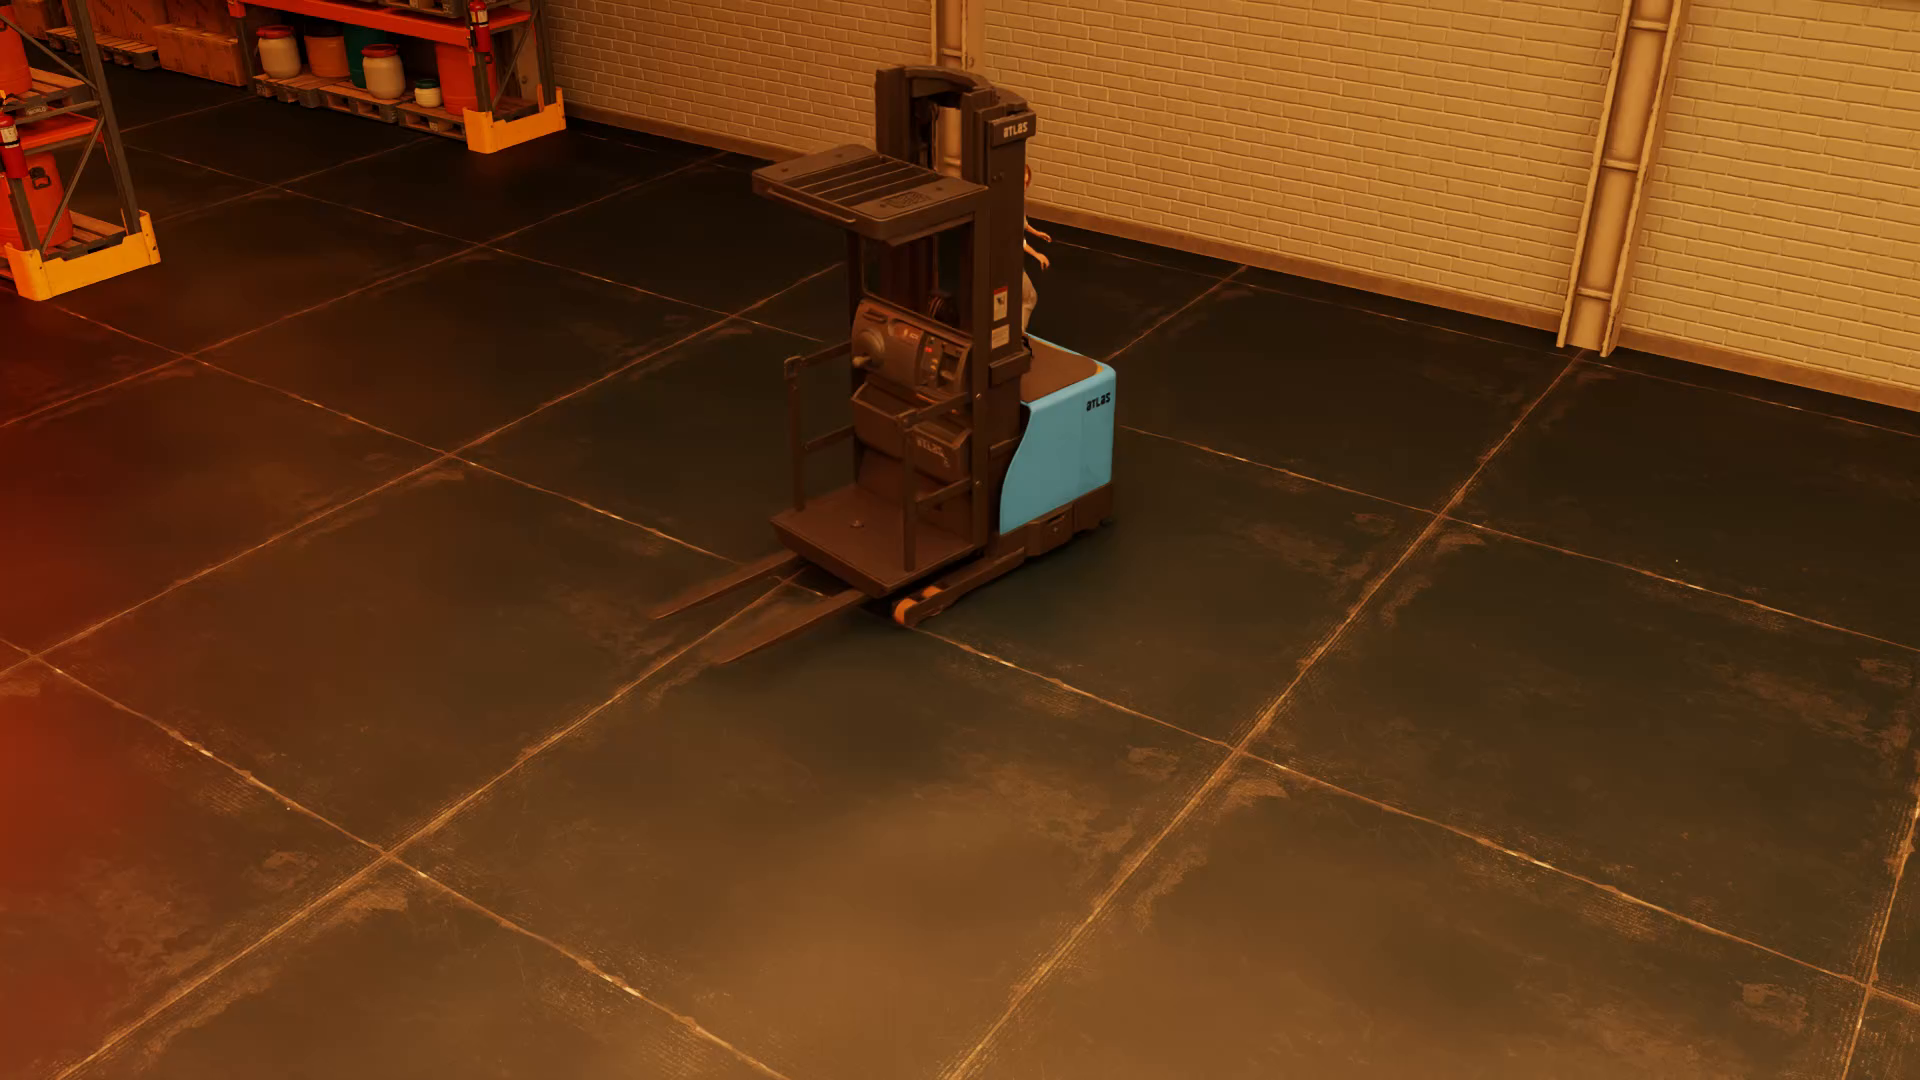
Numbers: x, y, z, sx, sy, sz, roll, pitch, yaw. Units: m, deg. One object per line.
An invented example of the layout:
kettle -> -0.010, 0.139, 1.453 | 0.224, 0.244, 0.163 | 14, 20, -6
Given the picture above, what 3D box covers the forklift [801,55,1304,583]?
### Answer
forklift -> 0.579, -1.275, 9.777 | 3.031, 2.935, 1.130 | 0, 30, 0
